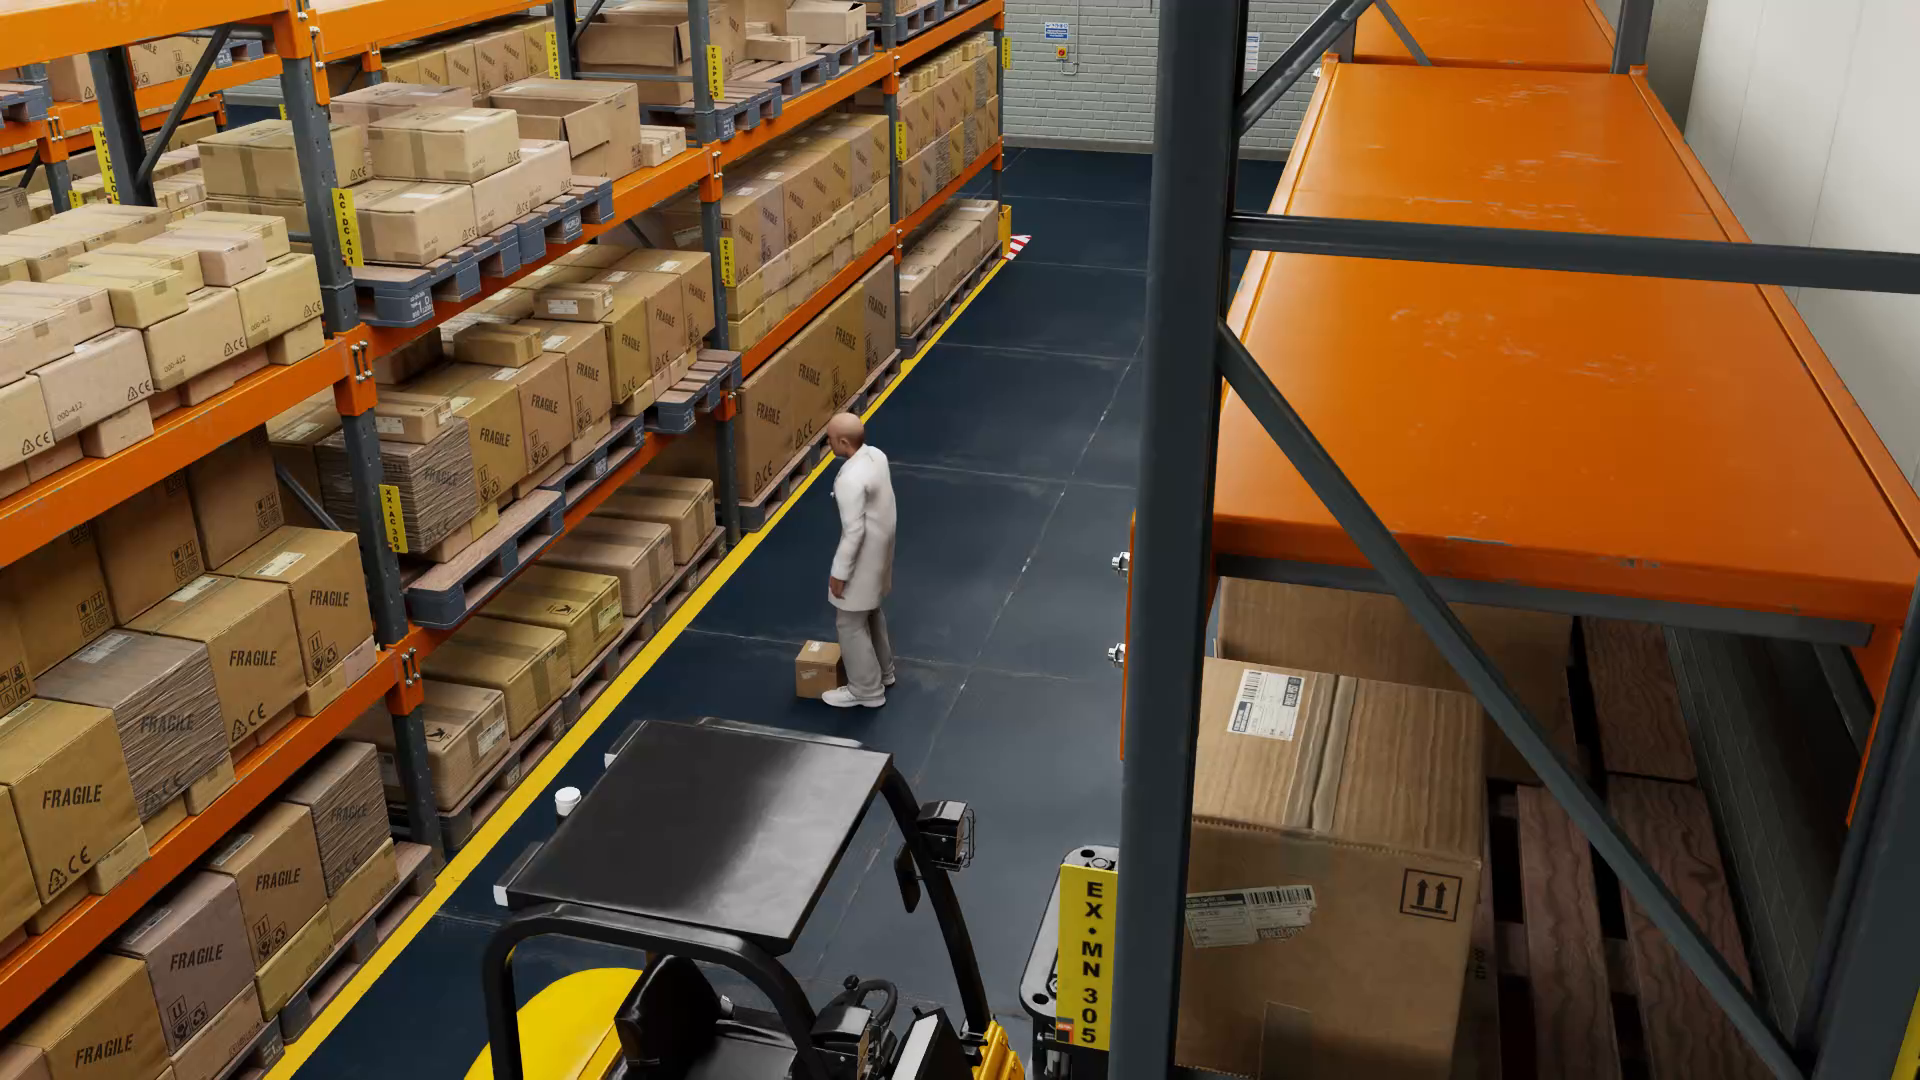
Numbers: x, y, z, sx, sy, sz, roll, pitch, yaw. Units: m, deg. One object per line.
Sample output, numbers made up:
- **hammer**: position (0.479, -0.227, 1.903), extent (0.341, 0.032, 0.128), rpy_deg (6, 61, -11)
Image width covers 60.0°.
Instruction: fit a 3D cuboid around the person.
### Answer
- **person**: position (-0.577, 0.107, 9.509), extent (0.424, 1.774, 0.644), rpy_deg (6, 26, 13)
